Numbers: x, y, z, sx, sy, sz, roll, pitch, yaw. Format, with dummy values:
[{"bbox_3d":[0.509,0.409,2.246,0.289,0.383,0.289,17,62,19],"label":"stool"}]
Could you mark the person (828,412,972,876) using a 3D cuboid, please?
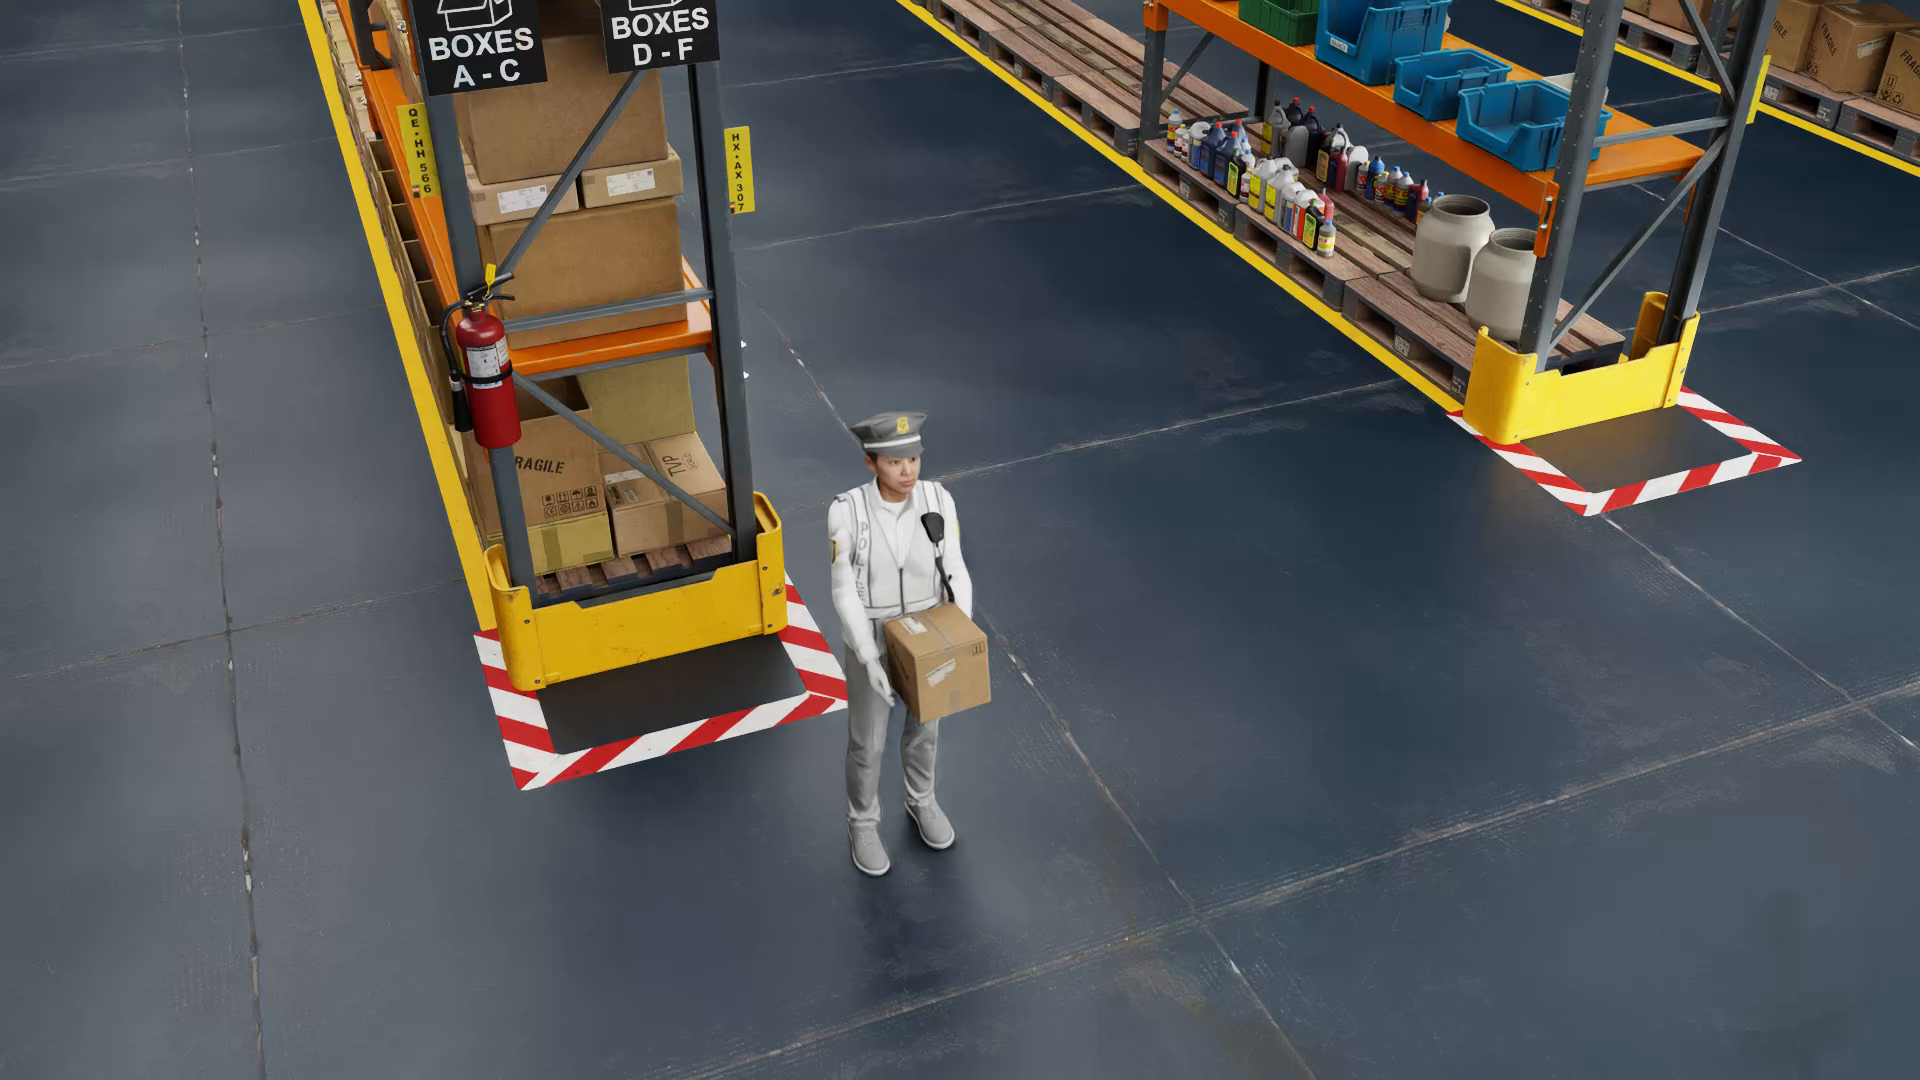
[{"bbox_3d":[-0.185,0.358,5.568,0.471,1.700,0.543,-10,35,-15],"label":"person"}]
